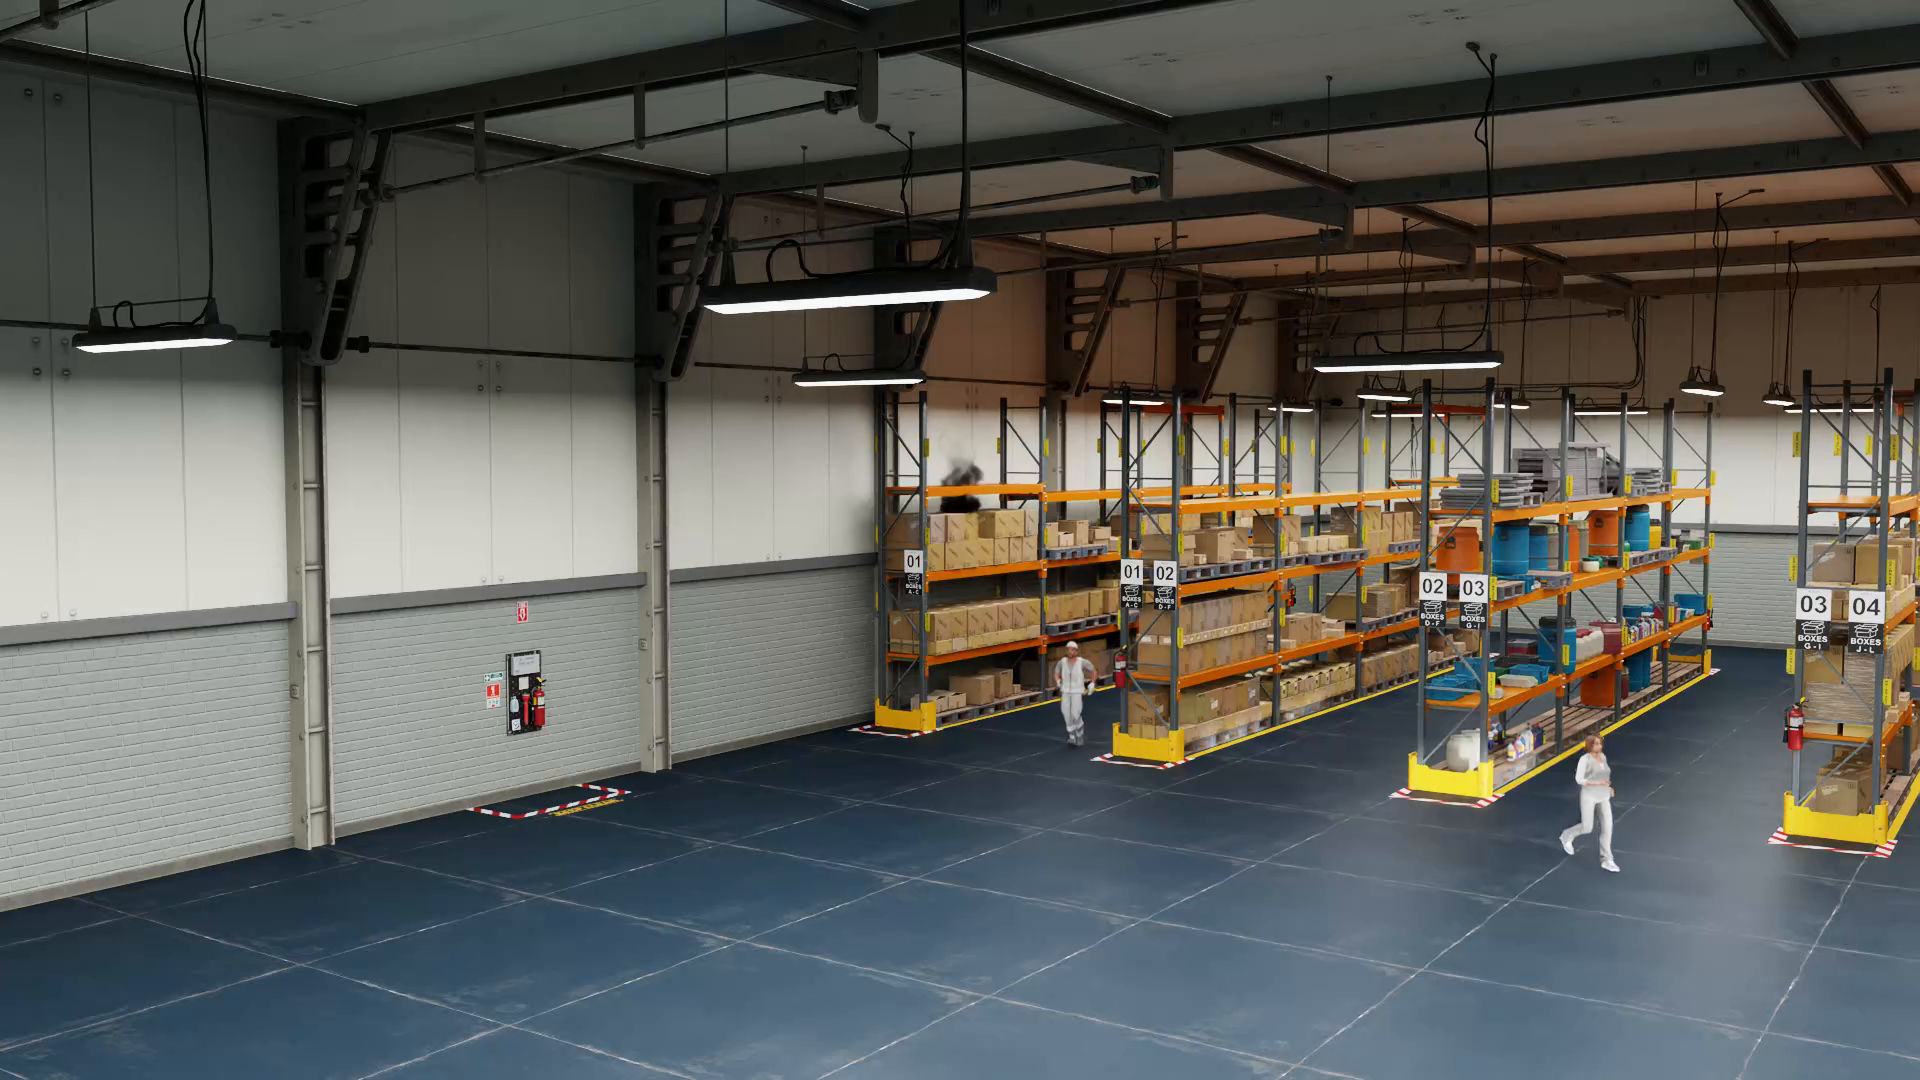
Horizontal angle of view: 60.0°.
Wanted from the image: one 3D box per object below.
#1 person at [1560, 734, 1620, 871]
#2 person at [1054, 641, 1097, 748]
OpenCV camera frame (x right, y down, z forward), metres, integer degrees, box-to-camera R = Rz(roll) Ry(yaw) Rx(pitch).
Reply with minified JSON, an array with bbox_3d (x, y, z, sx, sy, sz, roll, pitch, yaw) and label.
[{"bbox_3d":[7.552,3.100,19.845,0.547,1.574,0.851,-1,3,-23],"label":"person"},{"bbox_3d":[1.883,2.580,27.718,0.698,1.782,0.663,1,3,20],"label":"person"}]
